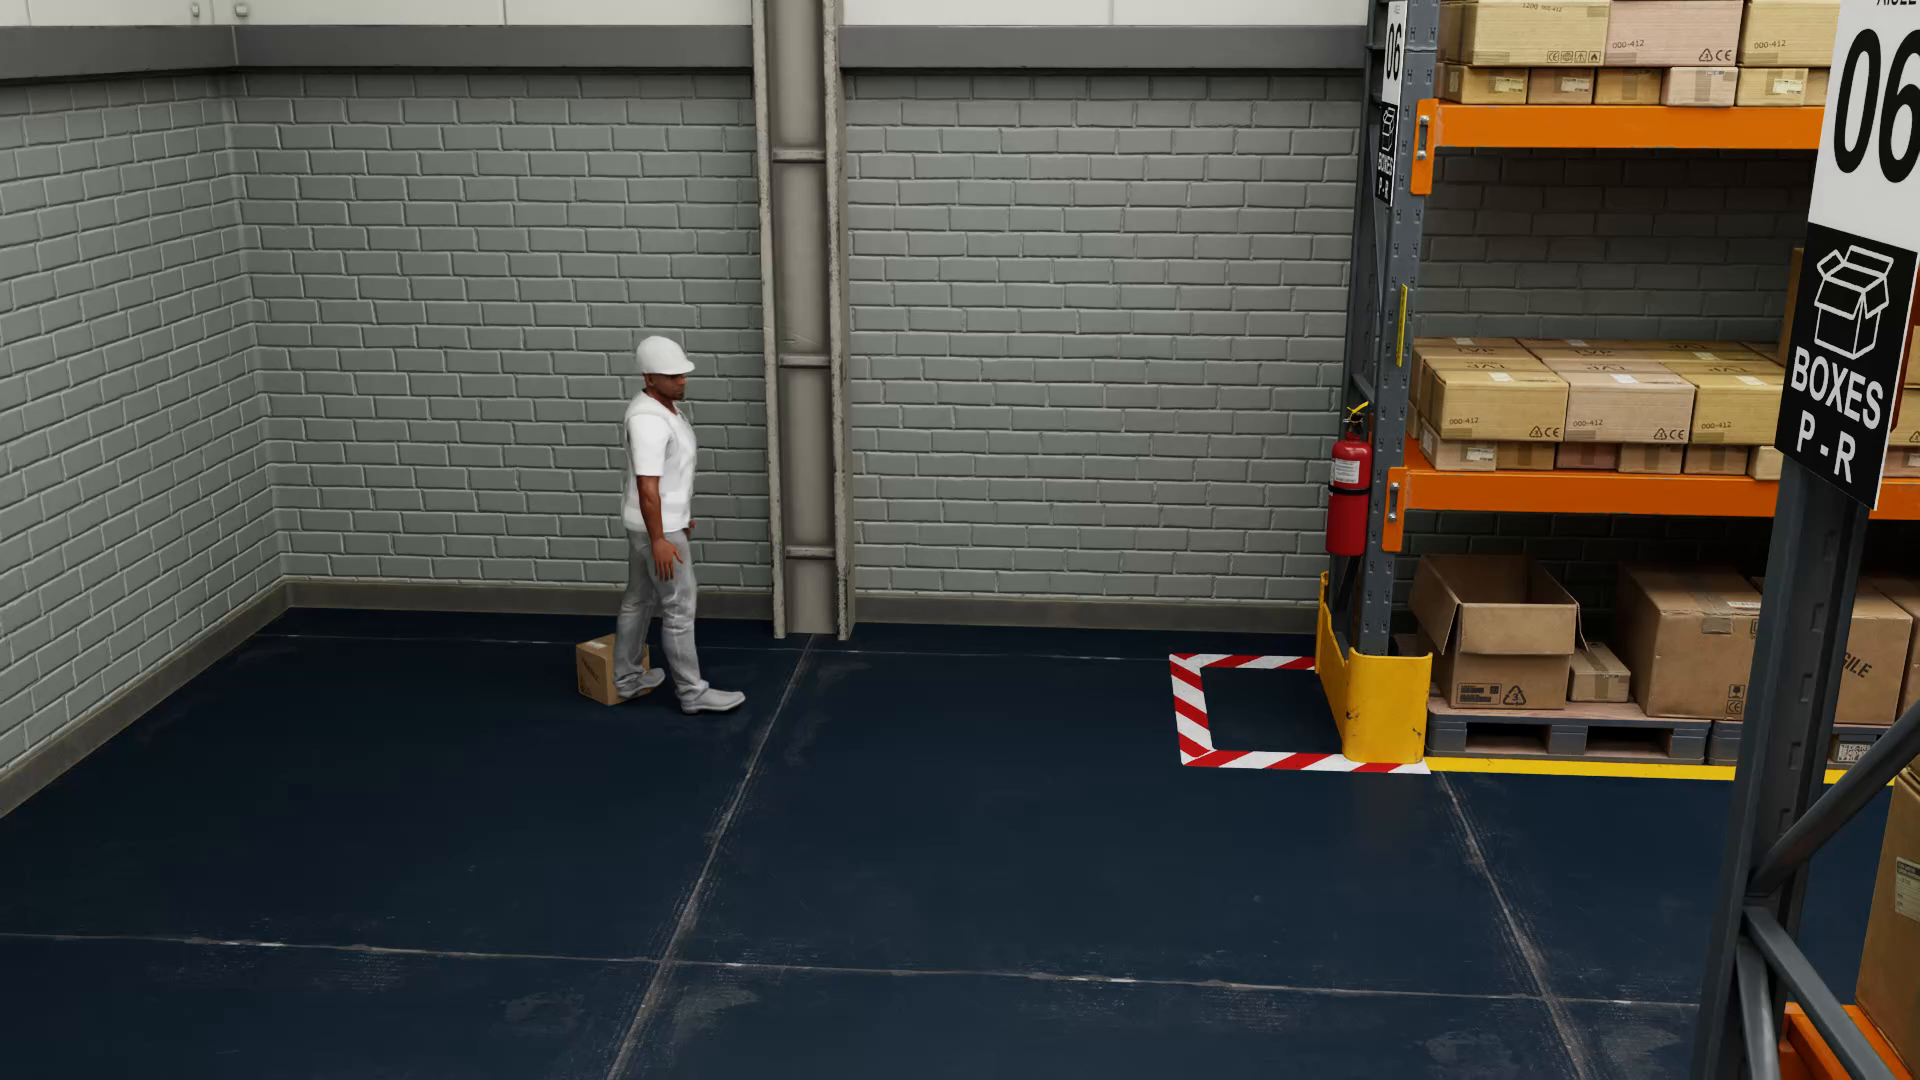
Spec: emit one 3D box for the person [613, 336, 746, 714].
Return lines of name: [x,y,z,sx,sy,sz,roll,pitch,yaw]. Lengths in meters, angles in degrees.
person: [-1.341,-0.067,7.671,0.609,1.766,0.636,-4,18,-13]
